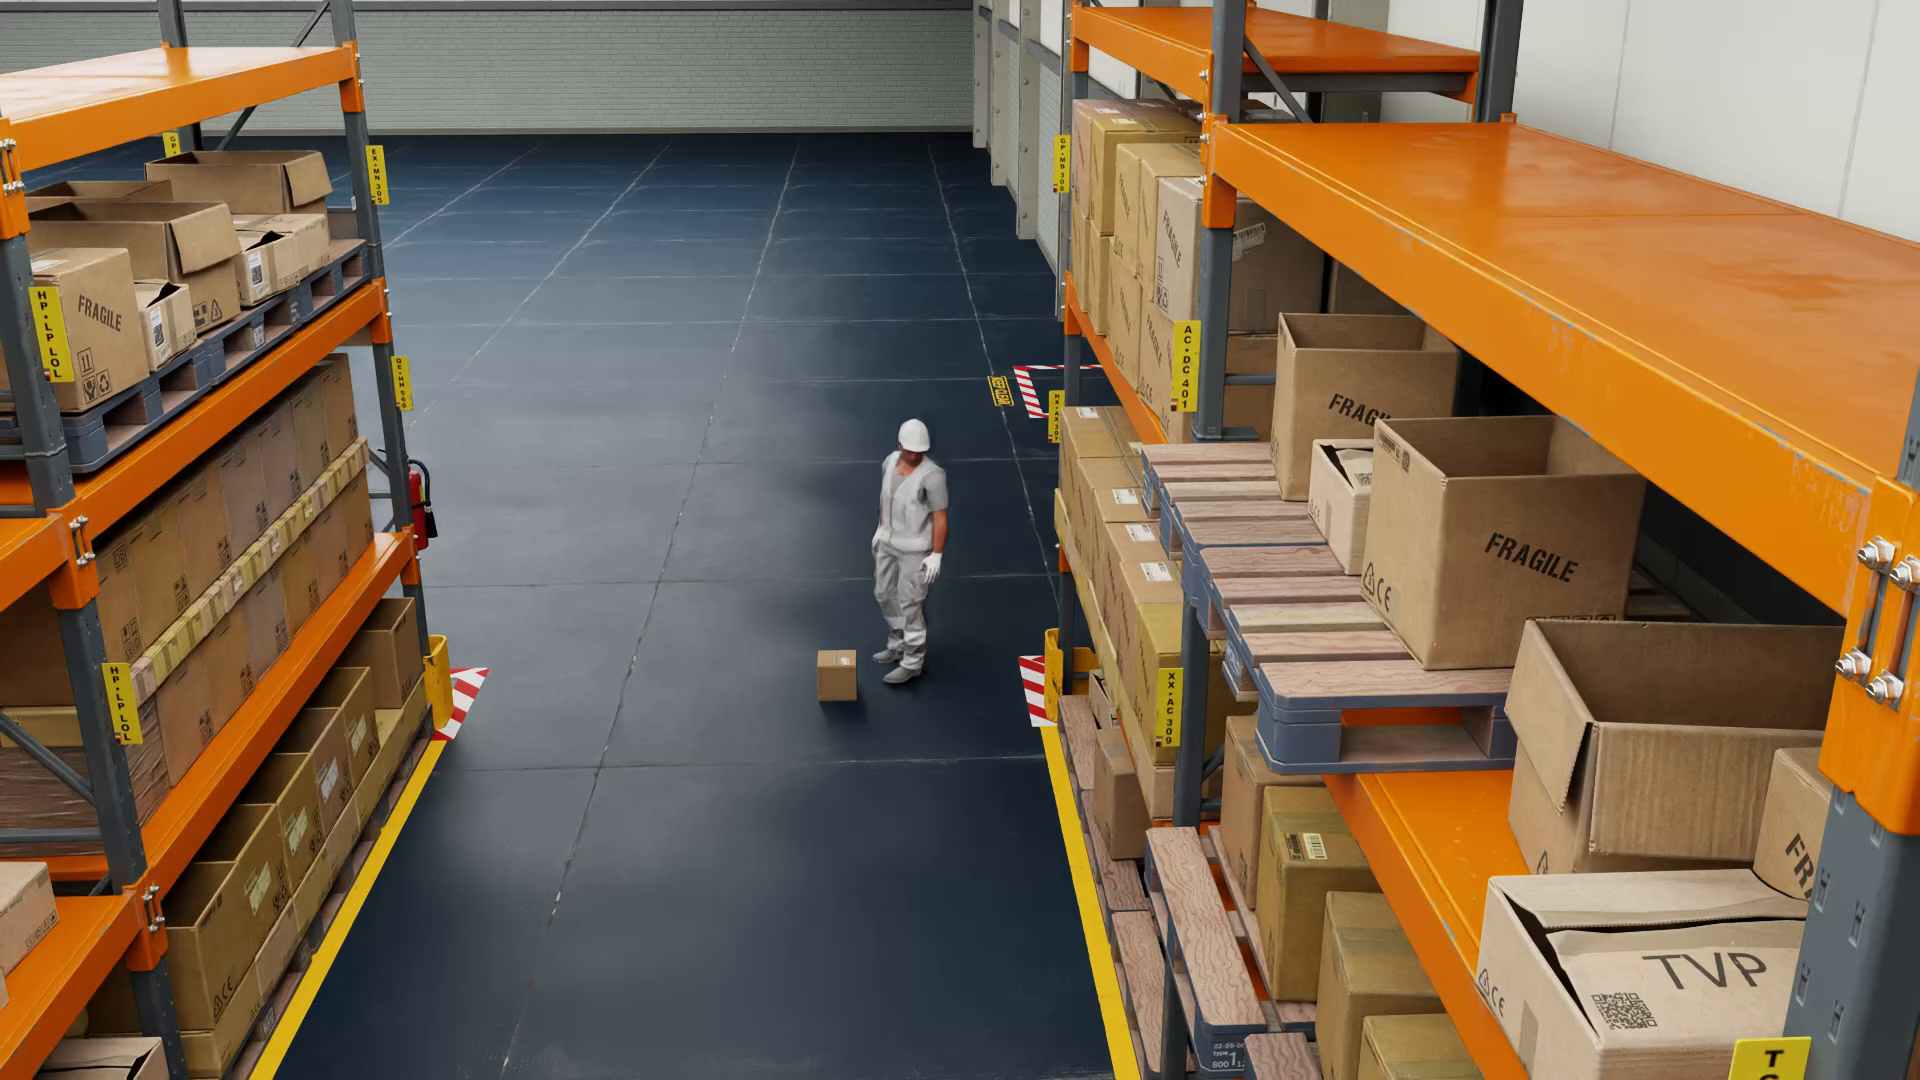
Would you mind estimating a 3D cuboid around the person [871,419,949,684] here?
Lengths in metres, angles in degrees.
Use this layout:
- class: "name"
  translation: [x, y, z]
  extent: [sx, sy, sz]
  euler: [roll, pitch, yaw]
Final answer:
- class: "person"
  translation: [-0.374, 0.070, 10.826]
  extent: [0.419, 1.812, 0.721]
  euler: [-16, 26, -38]
